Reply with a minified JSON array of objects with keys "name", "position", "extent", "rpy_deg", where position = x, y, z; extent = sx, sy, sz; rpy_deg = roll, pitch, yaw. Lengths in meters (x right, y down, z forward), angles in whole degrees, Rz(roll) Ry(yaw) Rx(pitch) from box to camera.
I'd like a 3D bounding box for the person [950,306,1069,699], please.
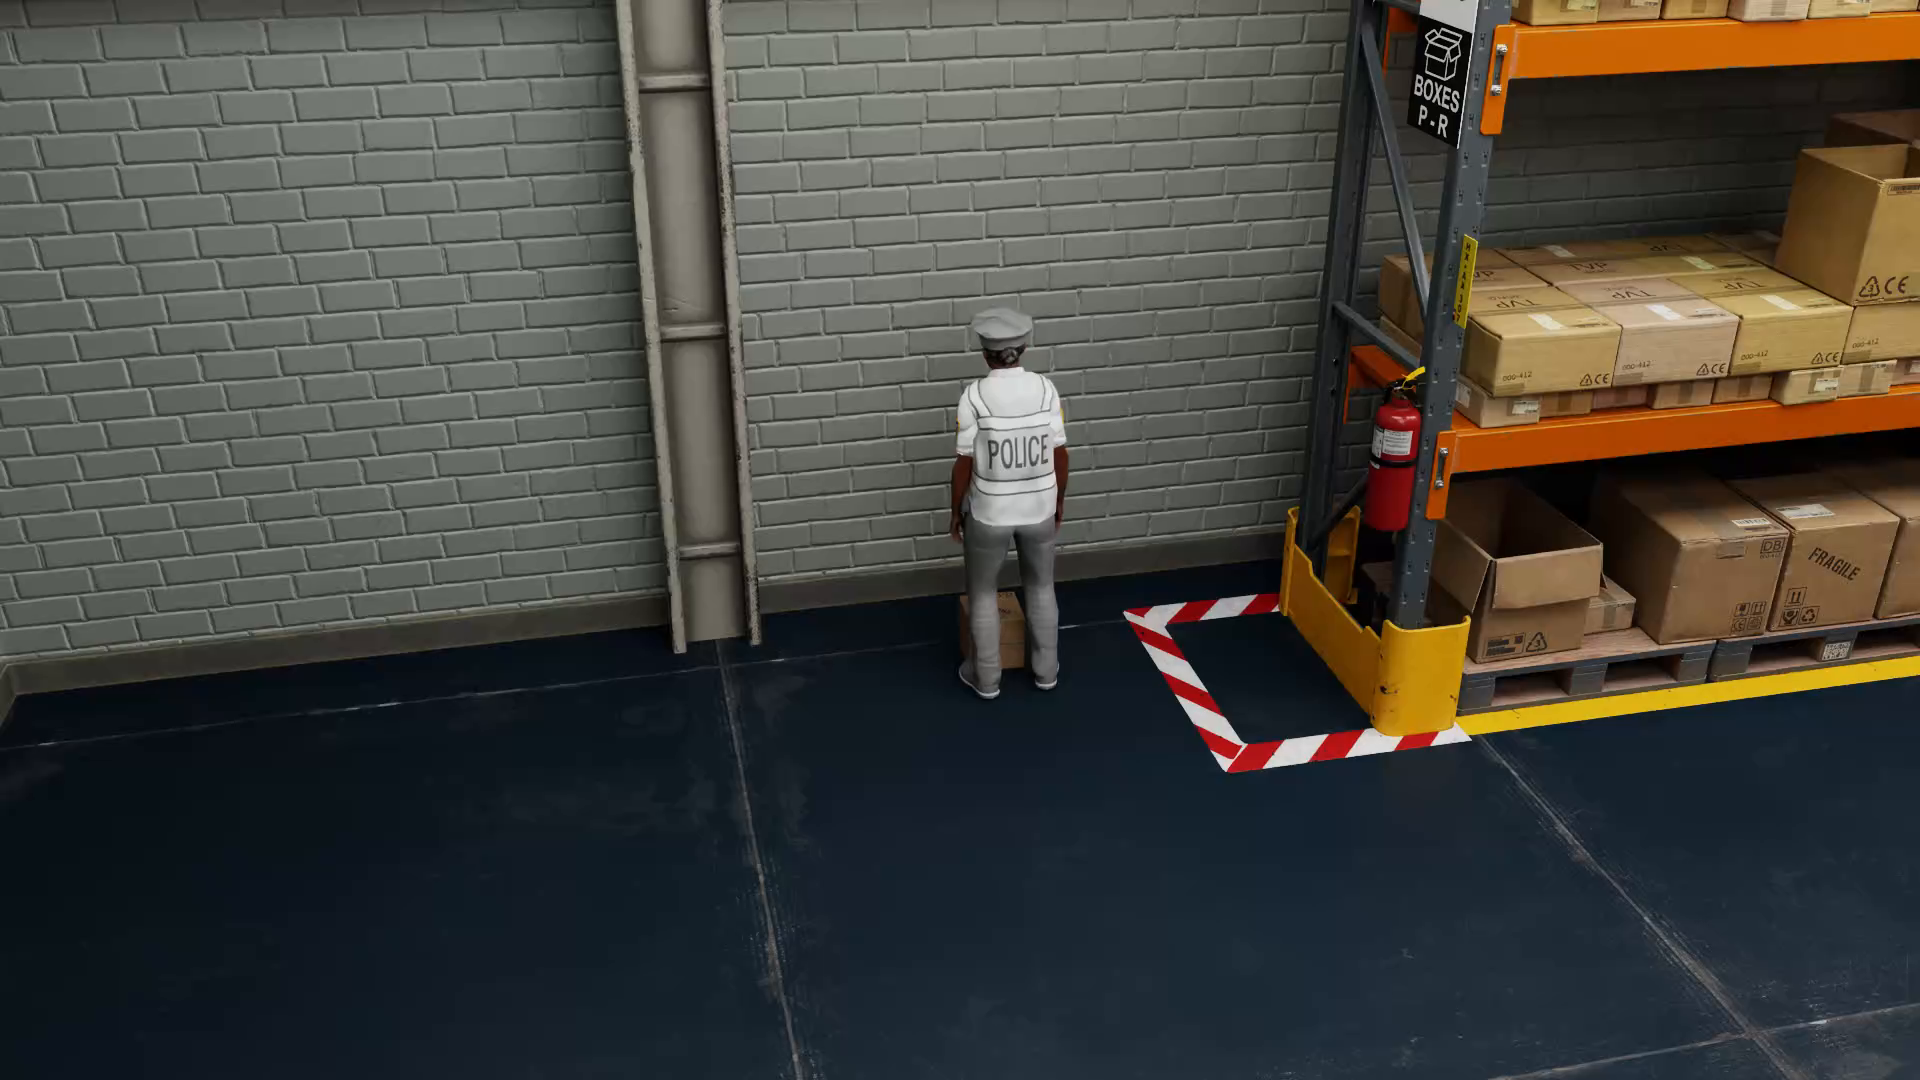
[{"name":"person","position":[0.206,-0.121,6.855],"extent":[0.509,1.658,0.396],"rpy_deg":[-6,28,-12]}]
